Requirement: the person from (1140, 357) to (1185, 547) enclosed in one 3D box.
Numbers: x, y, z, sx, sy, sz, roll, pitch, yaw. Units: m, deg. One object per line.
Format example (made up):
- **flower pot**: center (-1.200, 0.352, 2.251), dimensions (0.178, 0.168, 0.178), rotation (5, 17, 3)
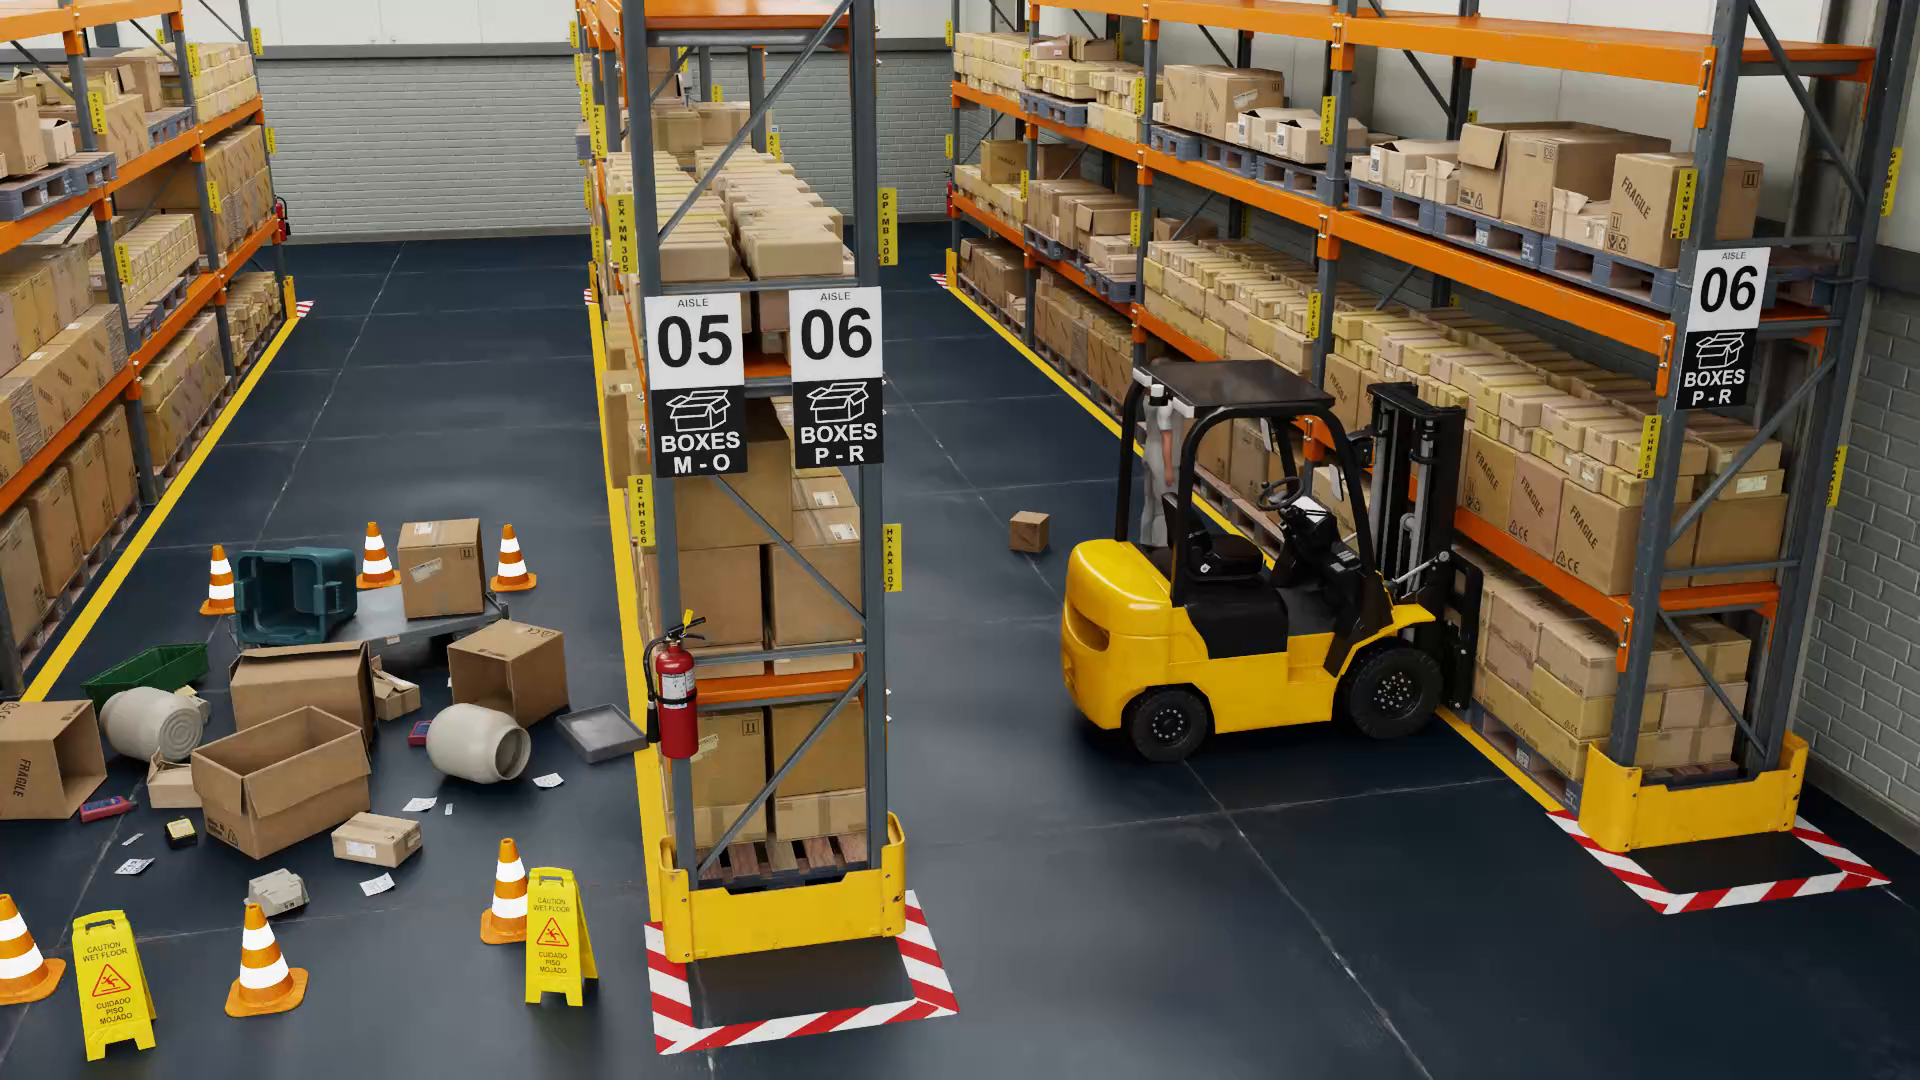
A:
- **person**: center (1.542, -0.556, 12.651), dimensions (0.388, 1.698, 0.443), rotation (-4, 20, -12)
